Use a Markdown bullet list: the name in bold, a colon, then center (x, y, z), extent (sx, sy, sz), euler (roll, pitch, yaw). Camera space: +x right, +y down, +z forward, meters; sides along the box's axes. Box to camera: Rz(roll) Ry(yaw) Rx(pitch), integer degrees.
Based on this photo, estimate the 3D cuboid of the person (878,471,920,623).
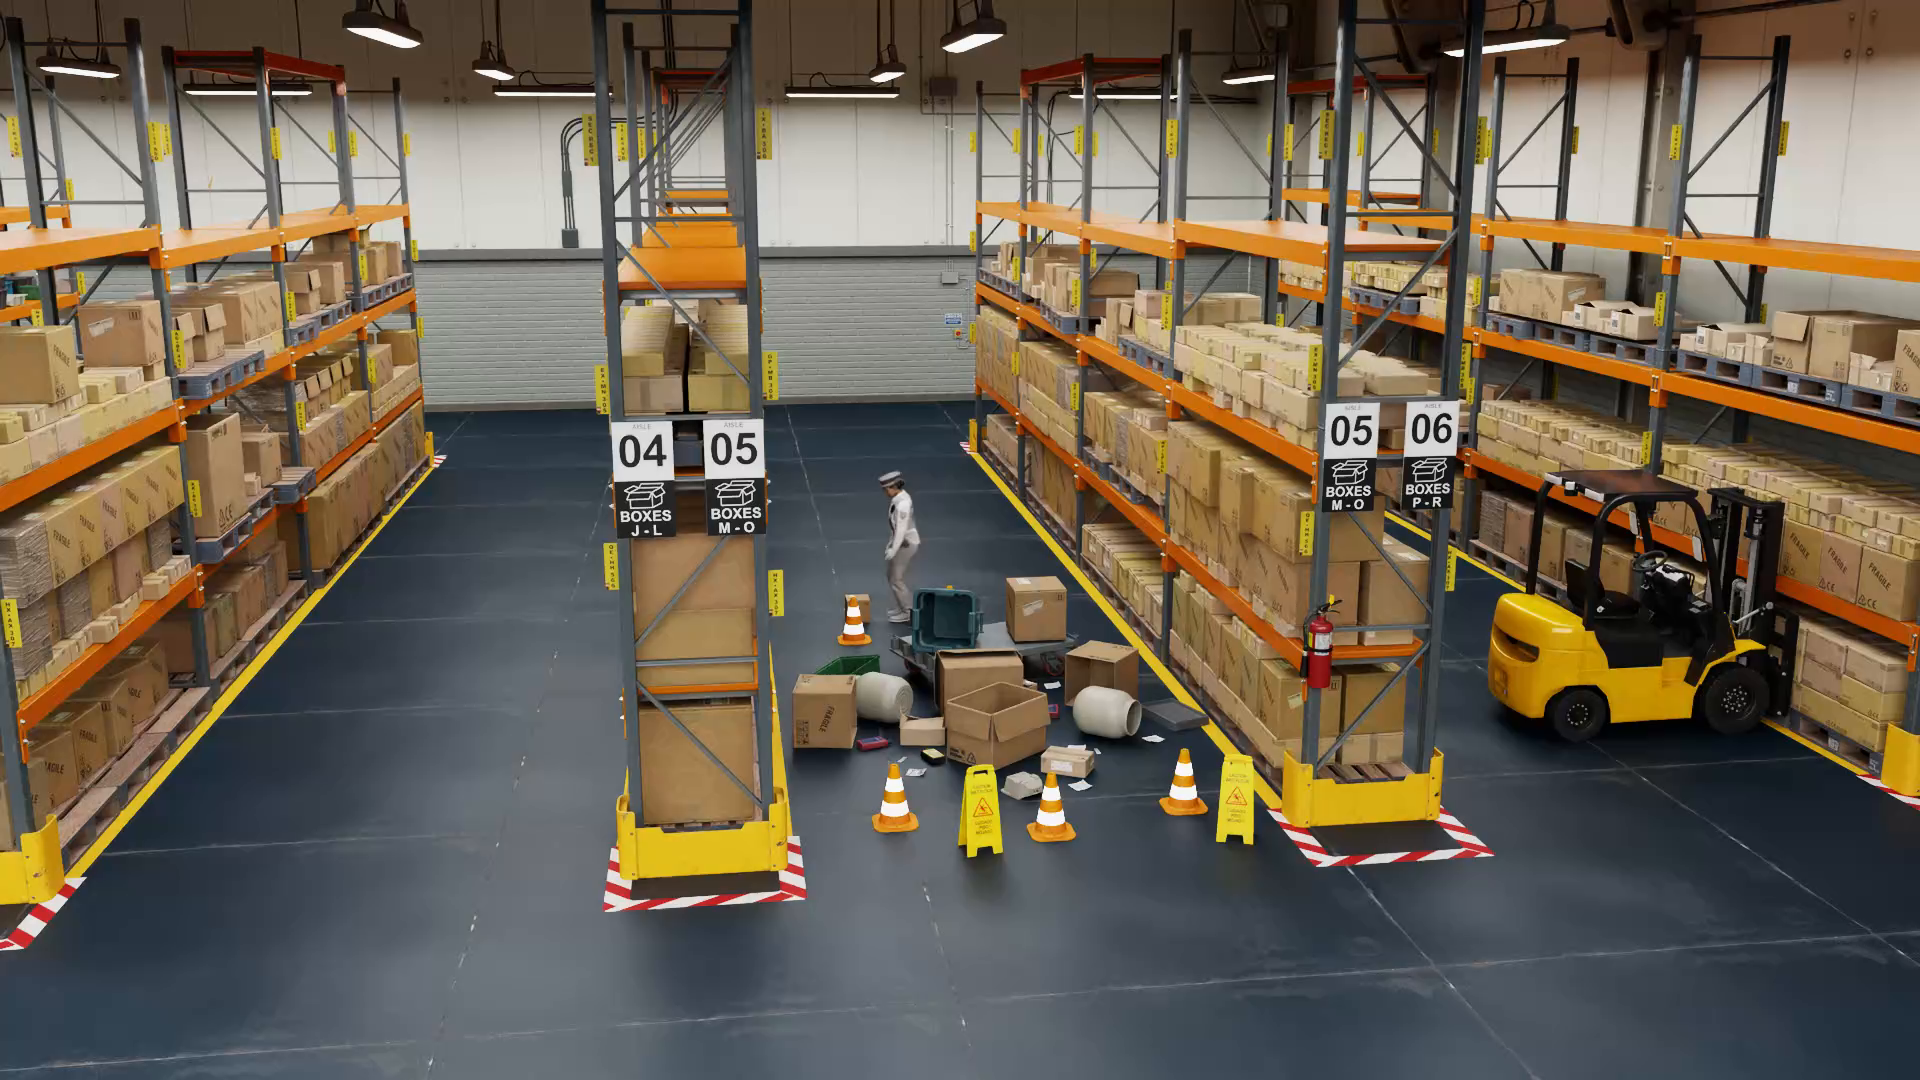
- **person**: center (-0.649, 0.072, 17.793), extent (0.446, 1.626, 0.500), euler (-2, 13, -7)
